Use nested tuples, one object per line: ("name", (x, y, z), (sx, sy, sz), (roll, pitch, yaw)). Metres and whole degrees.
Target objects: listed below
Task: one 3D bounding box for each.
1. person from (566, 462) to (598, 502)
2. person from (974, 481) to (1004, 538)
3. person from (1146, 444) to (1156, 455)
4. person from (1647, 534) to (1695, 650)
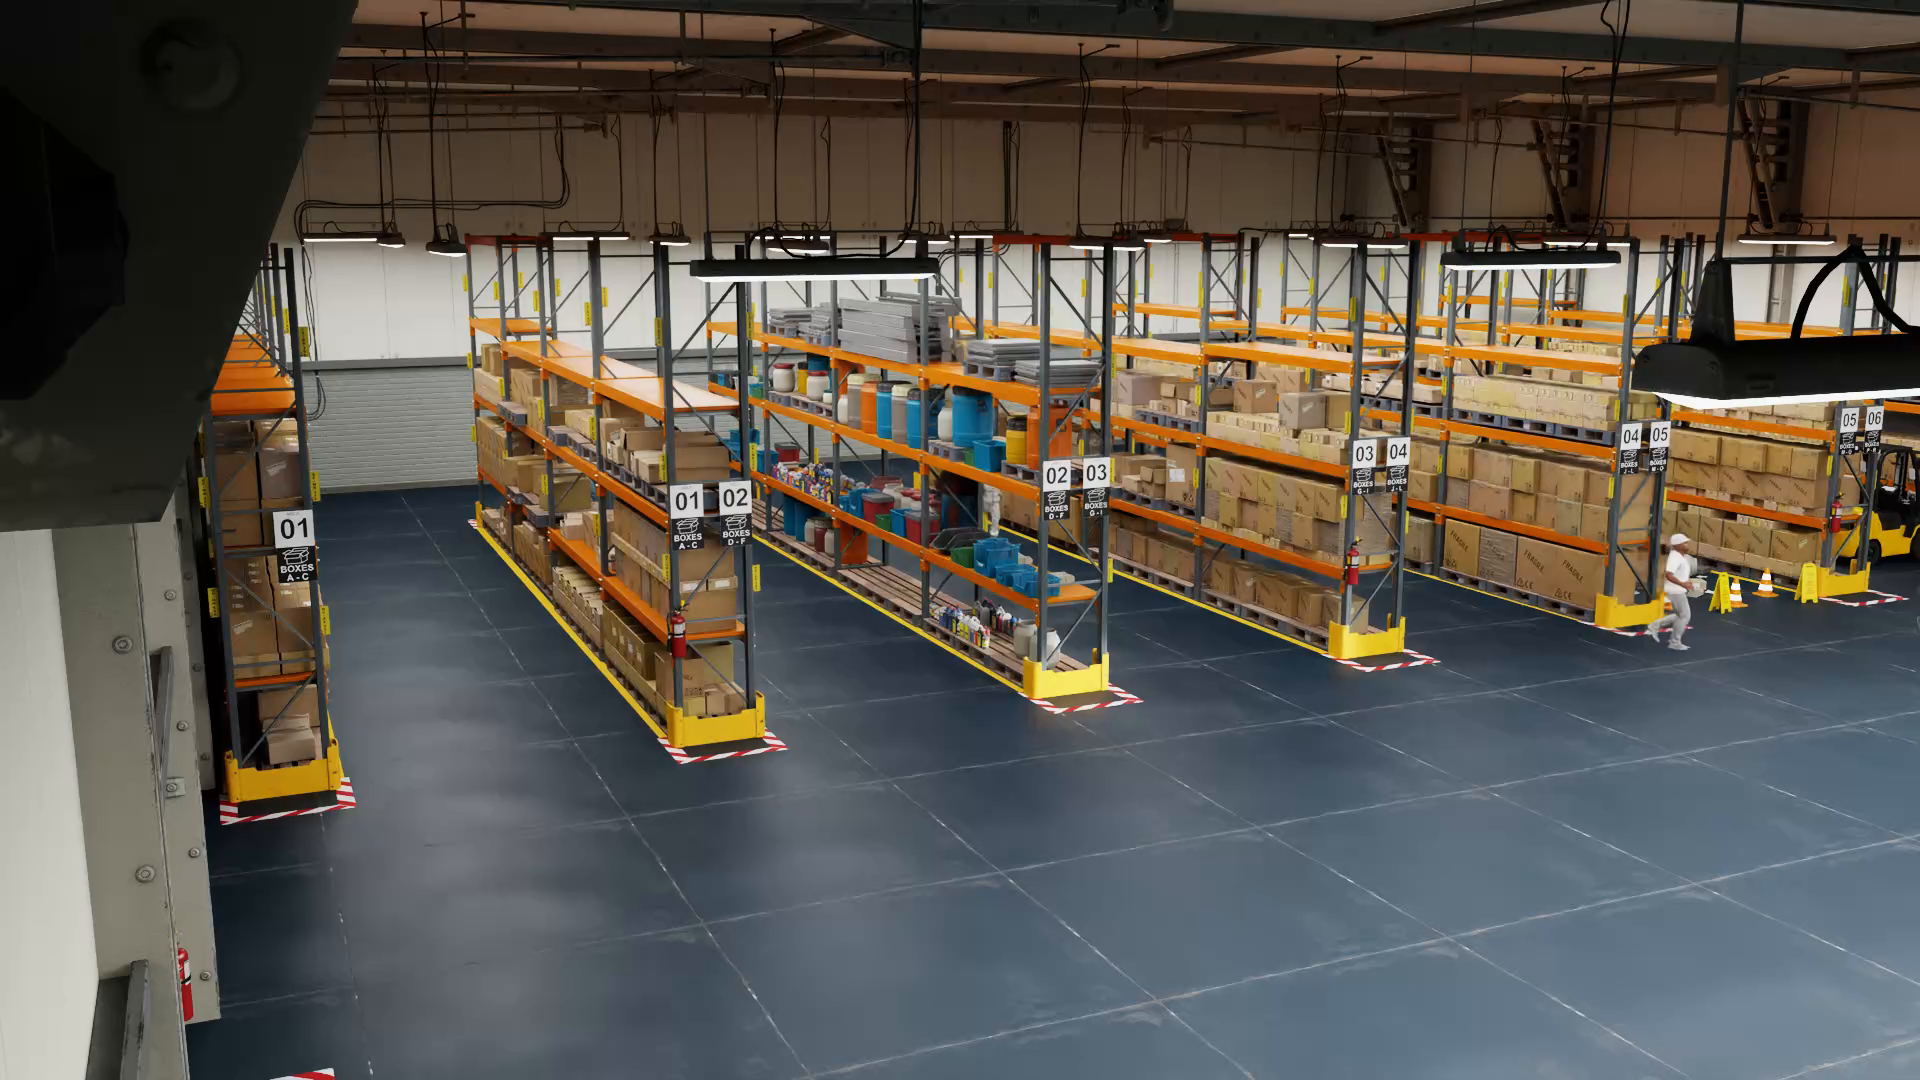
("person", (-7.984, -1.366, 35.556), (0.925, 1.725, 0.763), (5, 12, 24))
("person", (0.544, -0.736, 32.164), (0.668, 1.770, 0.908), (-5, 12, -25))
("person", (4.881, -2.628, 42.591), (0.531, 1.561, 0.532), (-8, 13, -34))
("person", (10.621, 0.762, 24.784), (0.634, 1.740, 0.732), (5, 12, 22))
